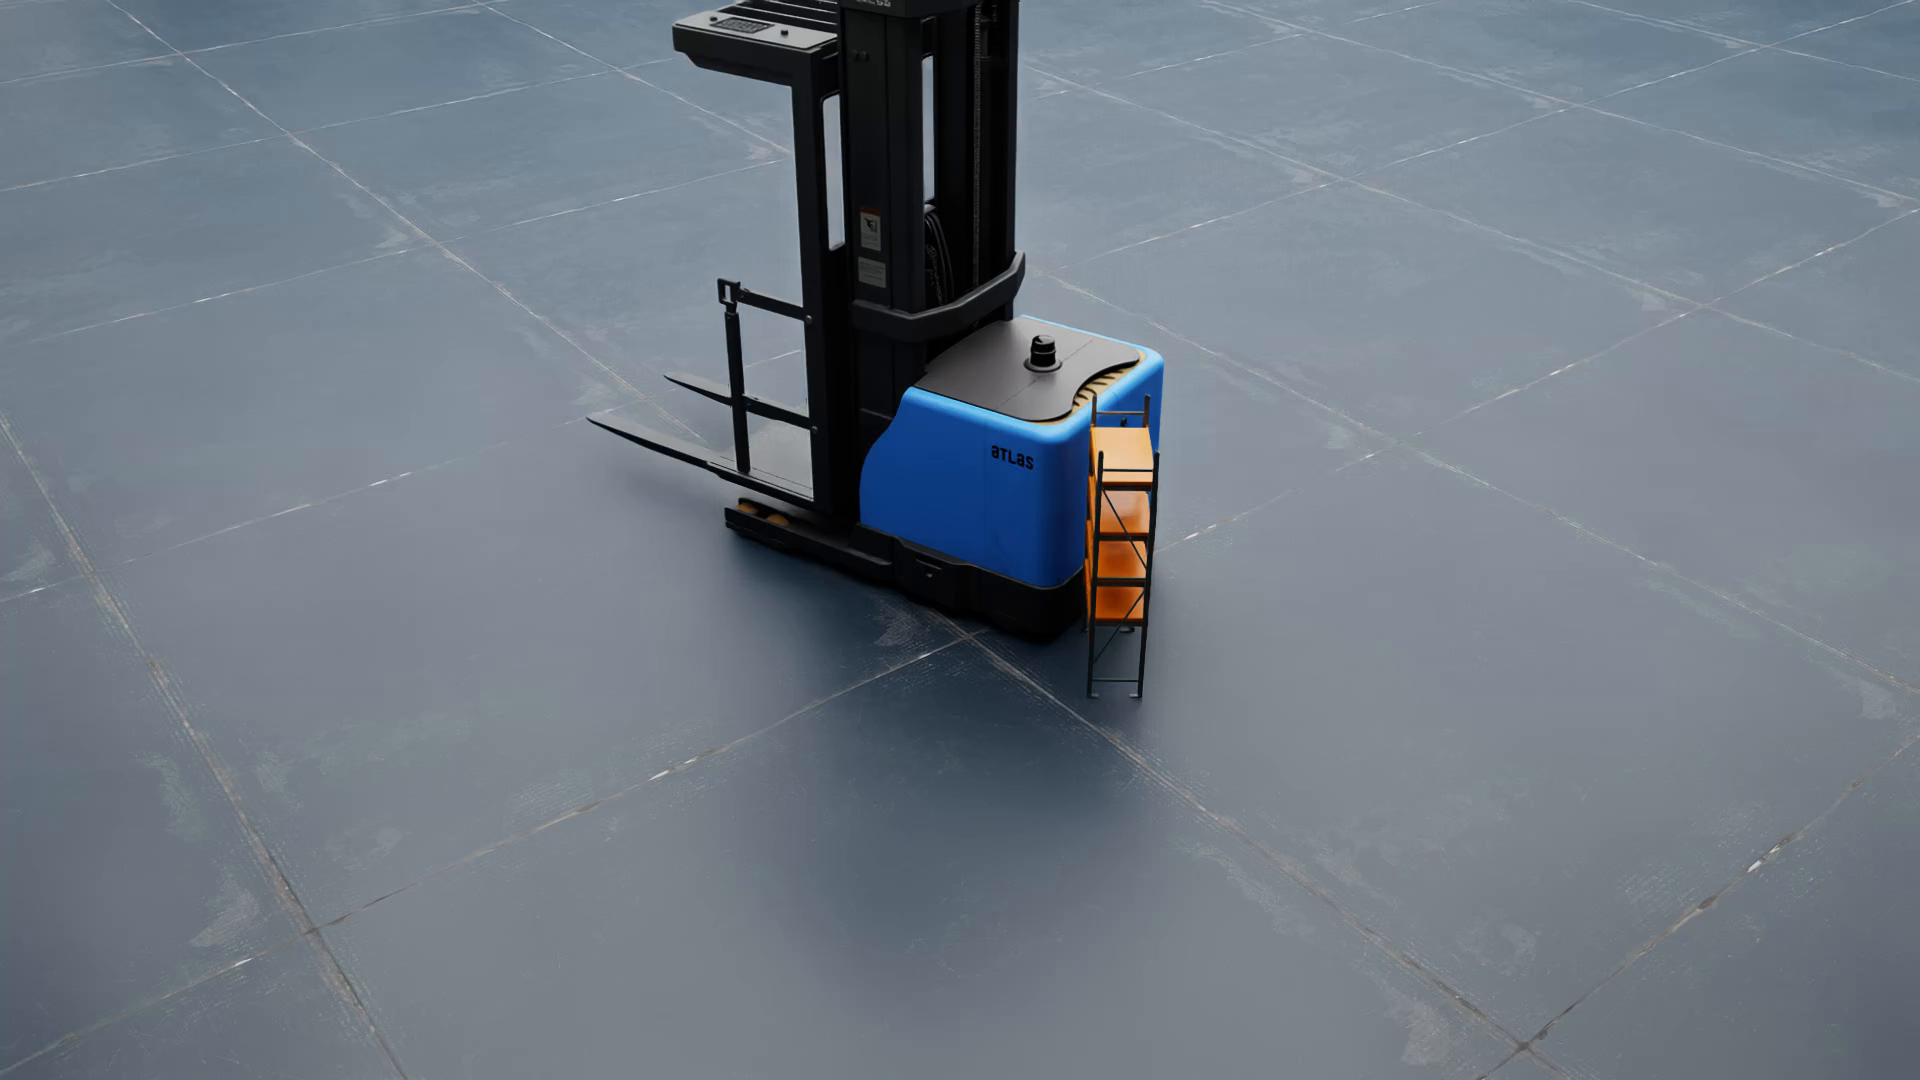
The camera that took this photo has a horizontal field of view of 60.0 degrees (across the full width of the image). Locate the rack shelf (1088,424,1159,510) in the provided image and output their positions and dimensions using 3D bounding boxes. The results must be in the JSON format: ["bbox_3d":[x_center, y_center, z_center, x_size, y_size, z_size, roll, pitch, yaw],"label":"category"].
[{"bbox_3d":[0.669,-0.300,6.851,0.258,0.148,0.480,1,32,1],"label":"rack shelf"}]

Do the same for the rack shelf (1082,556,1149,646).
[{"bbox_3d":[0.669,0.260,7.198,0.258,0.148,0.480,1,32,1],"label":"rack shelf"}]

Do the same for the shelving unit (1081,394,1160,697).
[{"bbox_3d":[0.669,0.034,7.058,0.258,1.200,0.503,1,32,1],"label":"shelving unit"}]

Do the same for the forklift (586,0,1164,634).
[{"bbox_3d":[-0.559,-1.417,7.753,3.031,2.935,1.130,19,37,28],"label":"forklift"}]

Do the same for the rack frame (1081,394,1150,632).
[{"bbox_3d":[0.674,-0.095,7.265,0.240,1.200,0.015,1,32,1],"label":"rack frame"}]

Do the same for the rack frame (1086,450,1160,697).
[{"bbox_3d":[0.664,0.163,6.851,0.240,1.200,0.015,1,32,1],"label":"rack frame"}]

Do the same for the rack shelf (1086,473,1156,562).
[{"bbox_3d":[0.669,-0.099,6.976,0.258,0.148,0.480,1,32,1],"label":"rack shelf"}]

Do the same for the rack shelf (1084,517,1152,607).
[{"bbox_3d":[0.669,0.091,7.094,0.258,0.148,0.480,1,32,1],"label":"rack shelf"}]
